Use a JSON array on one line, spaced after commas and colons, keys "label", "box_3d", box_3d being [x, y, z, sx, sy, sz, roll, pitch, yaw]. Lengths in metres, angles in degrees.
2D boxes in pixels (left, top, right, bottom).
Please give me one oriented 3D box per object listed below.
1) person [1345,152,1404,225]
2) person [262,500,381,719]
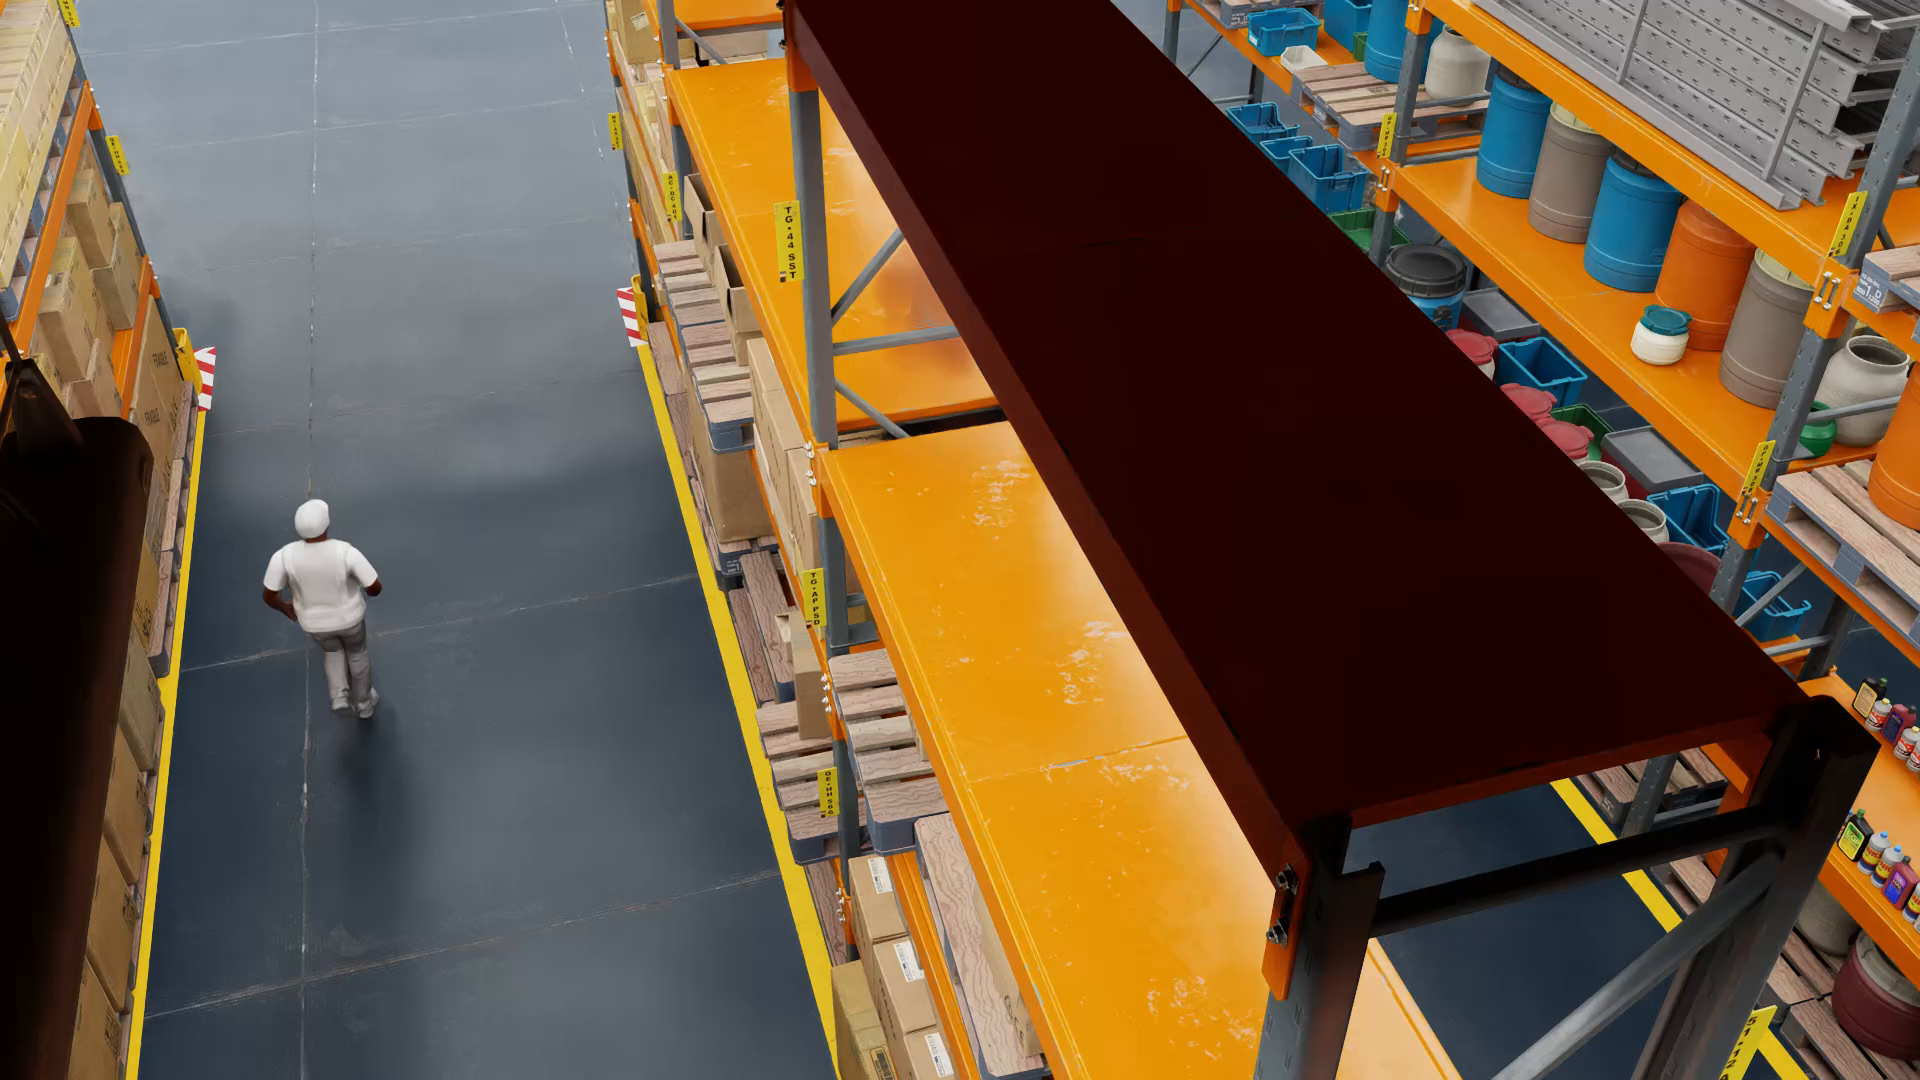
[{"label": "person", "box_3d": [4.021, -3.609, 15.991, 0.596, 1.733, 0.687, 28, 46, 30]}, {"label": "person", "box_3d": [-4.070, 0.524, 10.784, 0.705, 1.739, 0.662, -7, 39, -9]}]
